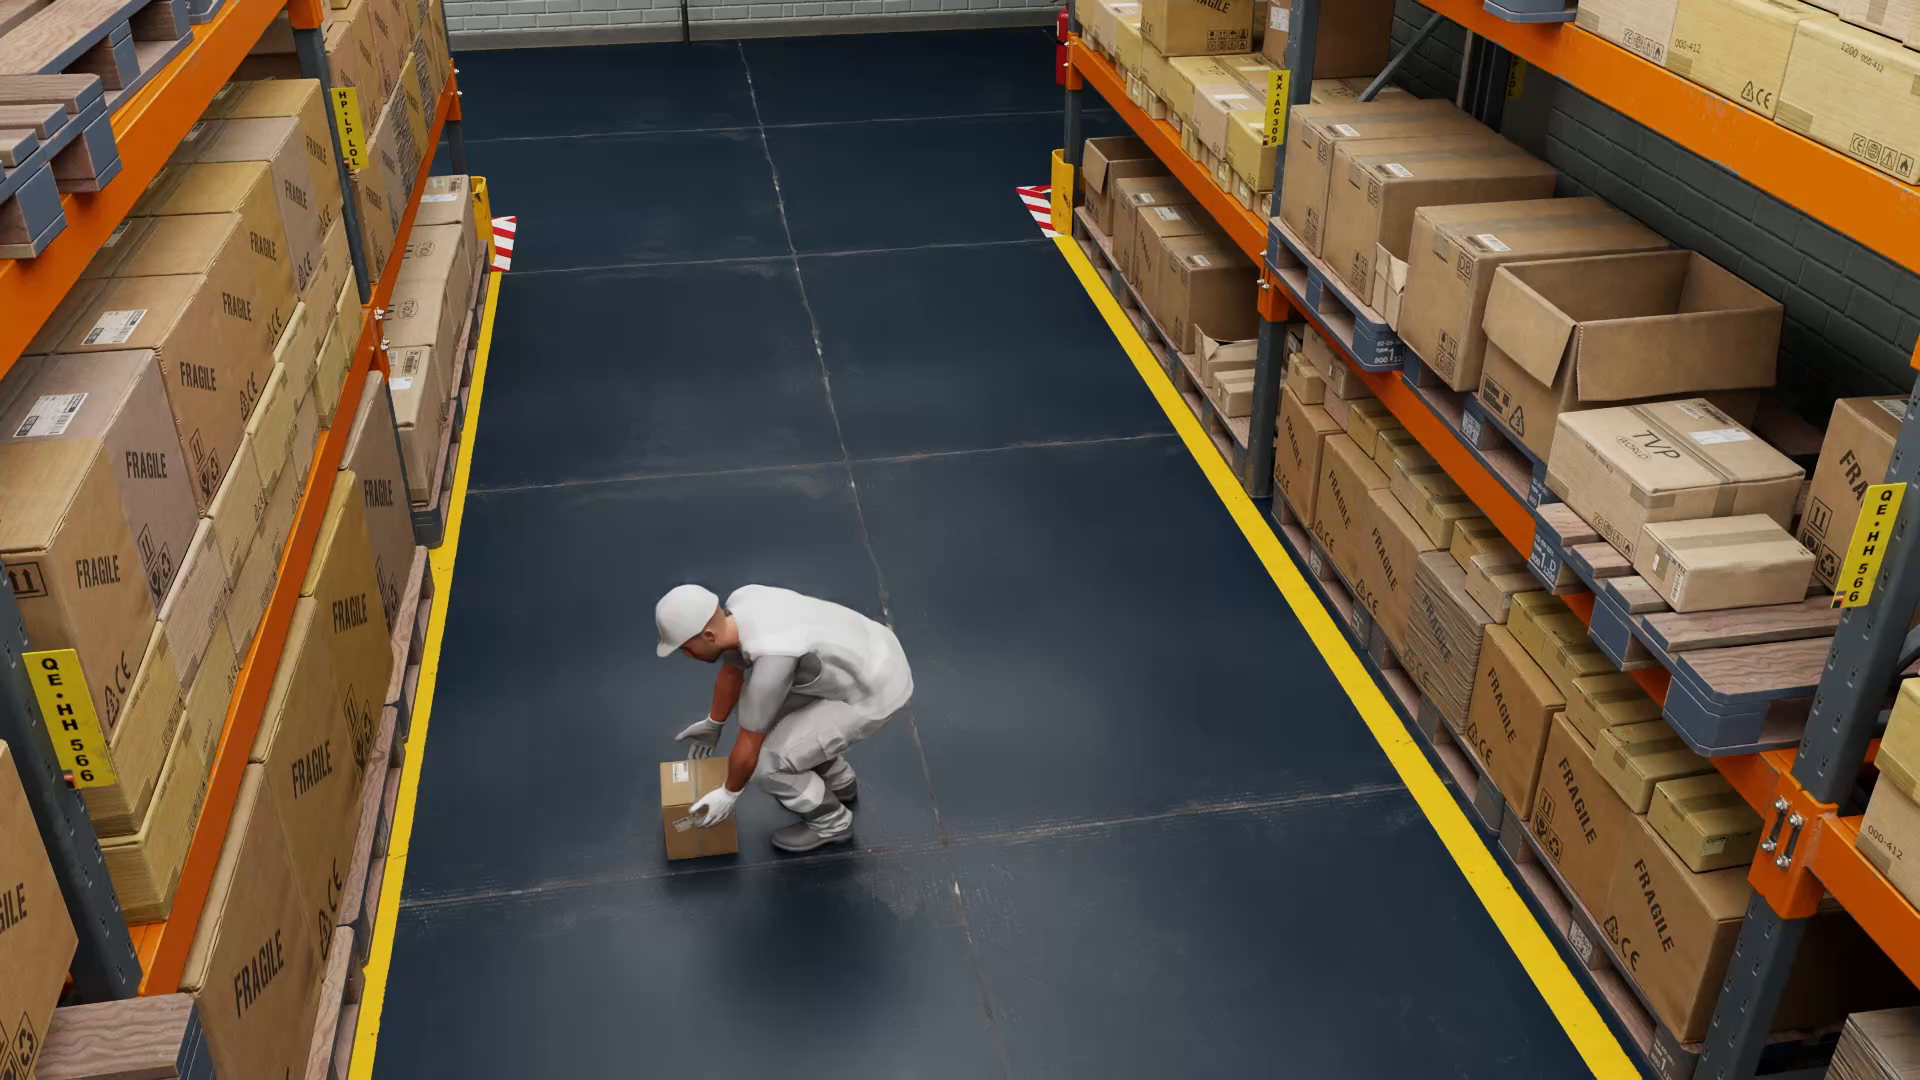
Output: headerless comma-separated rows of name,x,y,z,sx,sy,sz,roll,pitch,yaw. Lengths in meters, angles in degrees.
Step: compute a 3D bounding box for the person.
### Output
person,-0.592,0.586,5.802,0.866,1.091,0.581,-5,31,-9
